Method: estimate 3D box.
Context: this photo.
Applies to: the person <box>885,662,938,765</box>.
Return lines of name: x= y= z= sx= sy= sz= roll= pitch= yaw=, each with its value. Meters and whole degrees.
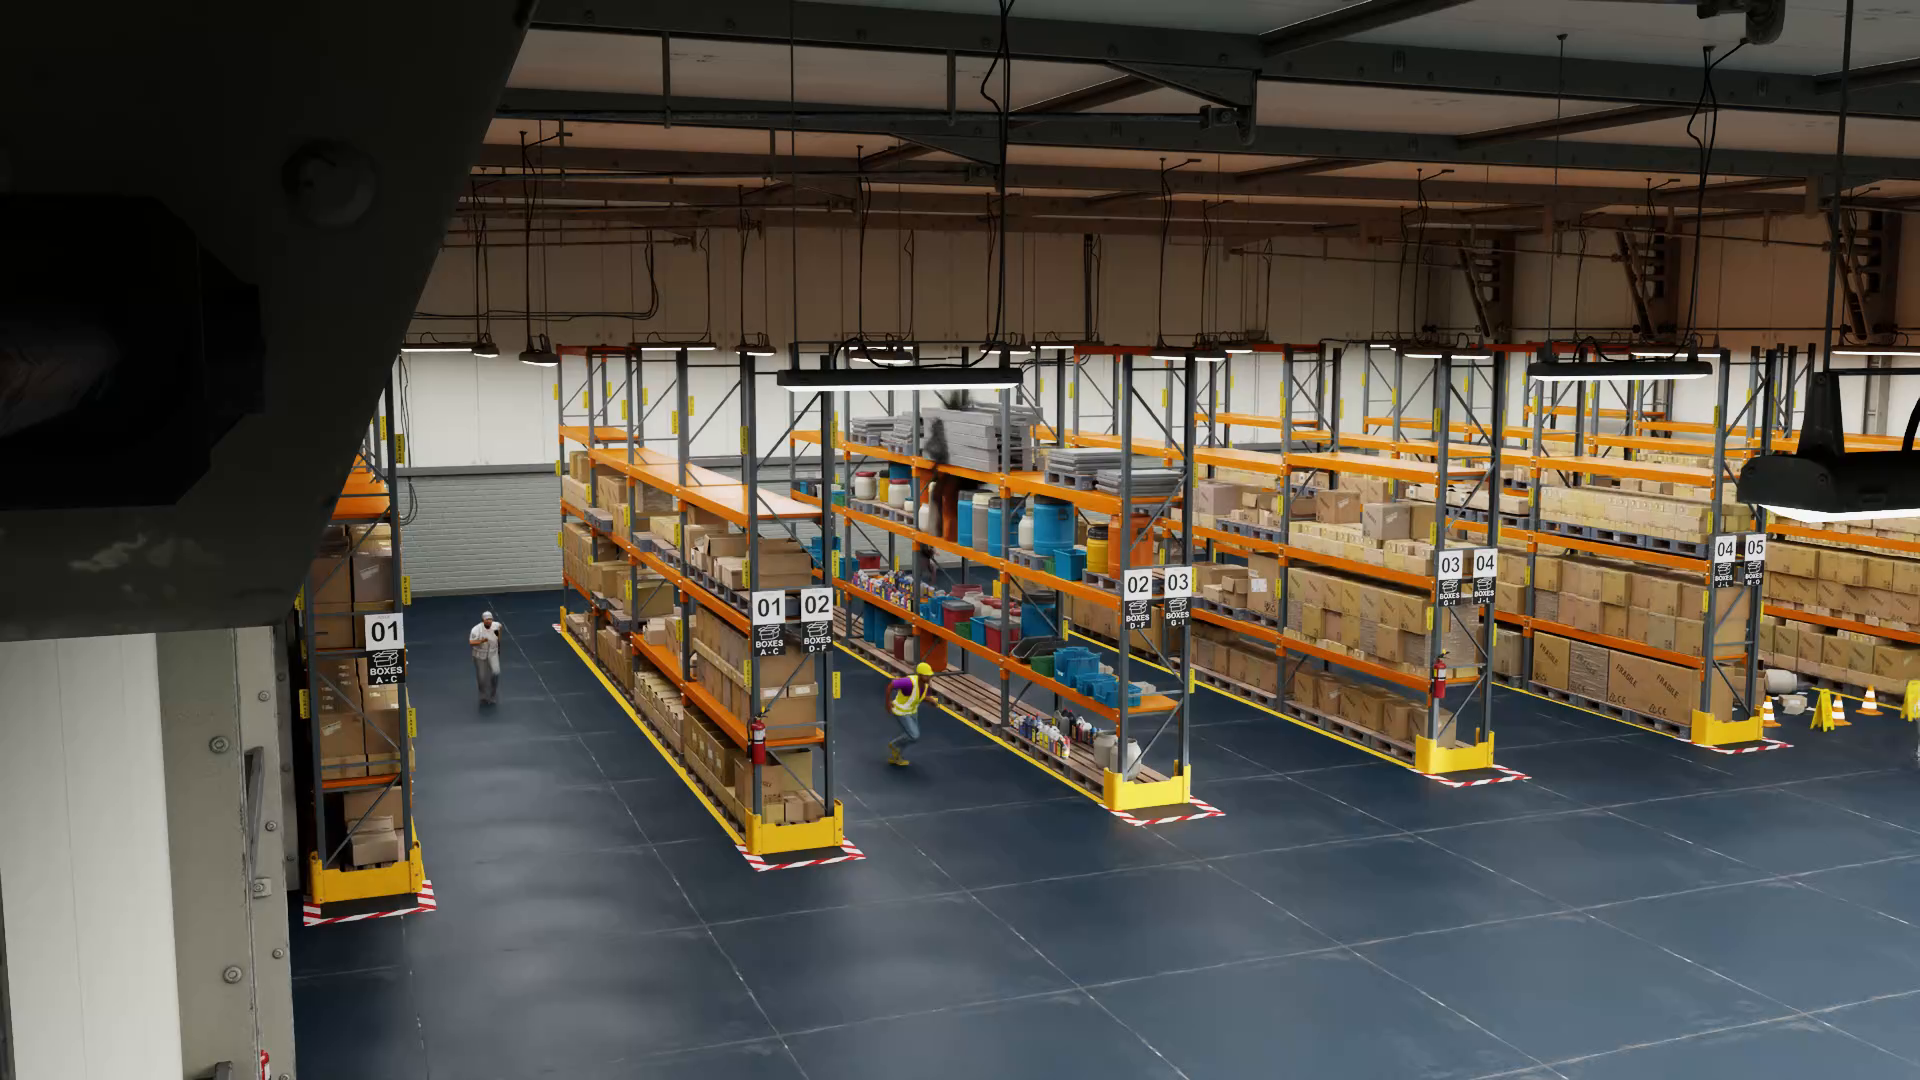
person: x=-0.732 y=2.518 z=23.923 sx=0.839 sy=1.578 sz=0.735 roll=6 pitch=9 yaw=38

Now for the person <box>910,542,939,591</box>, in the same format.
person: x=-0.917 y=0.497 z=39.701 sx=1.007 sy=1.681 sz=0.696 roll=-2 pitch=7 yaw=-13

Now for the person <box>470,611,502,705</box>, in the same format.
person: x=-7.974 y=1.969 z=28.022 sx=0.587 sy=1.609 sz=0.868 roll=-3 pitch=8 yaw=-25

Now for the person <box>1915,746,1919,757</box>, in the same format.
person: x=14.248 y=2.516 z=23.689 sx=1.056 sy=1.715 sz=0.744 roll=3 pitch=8 yaw=20
